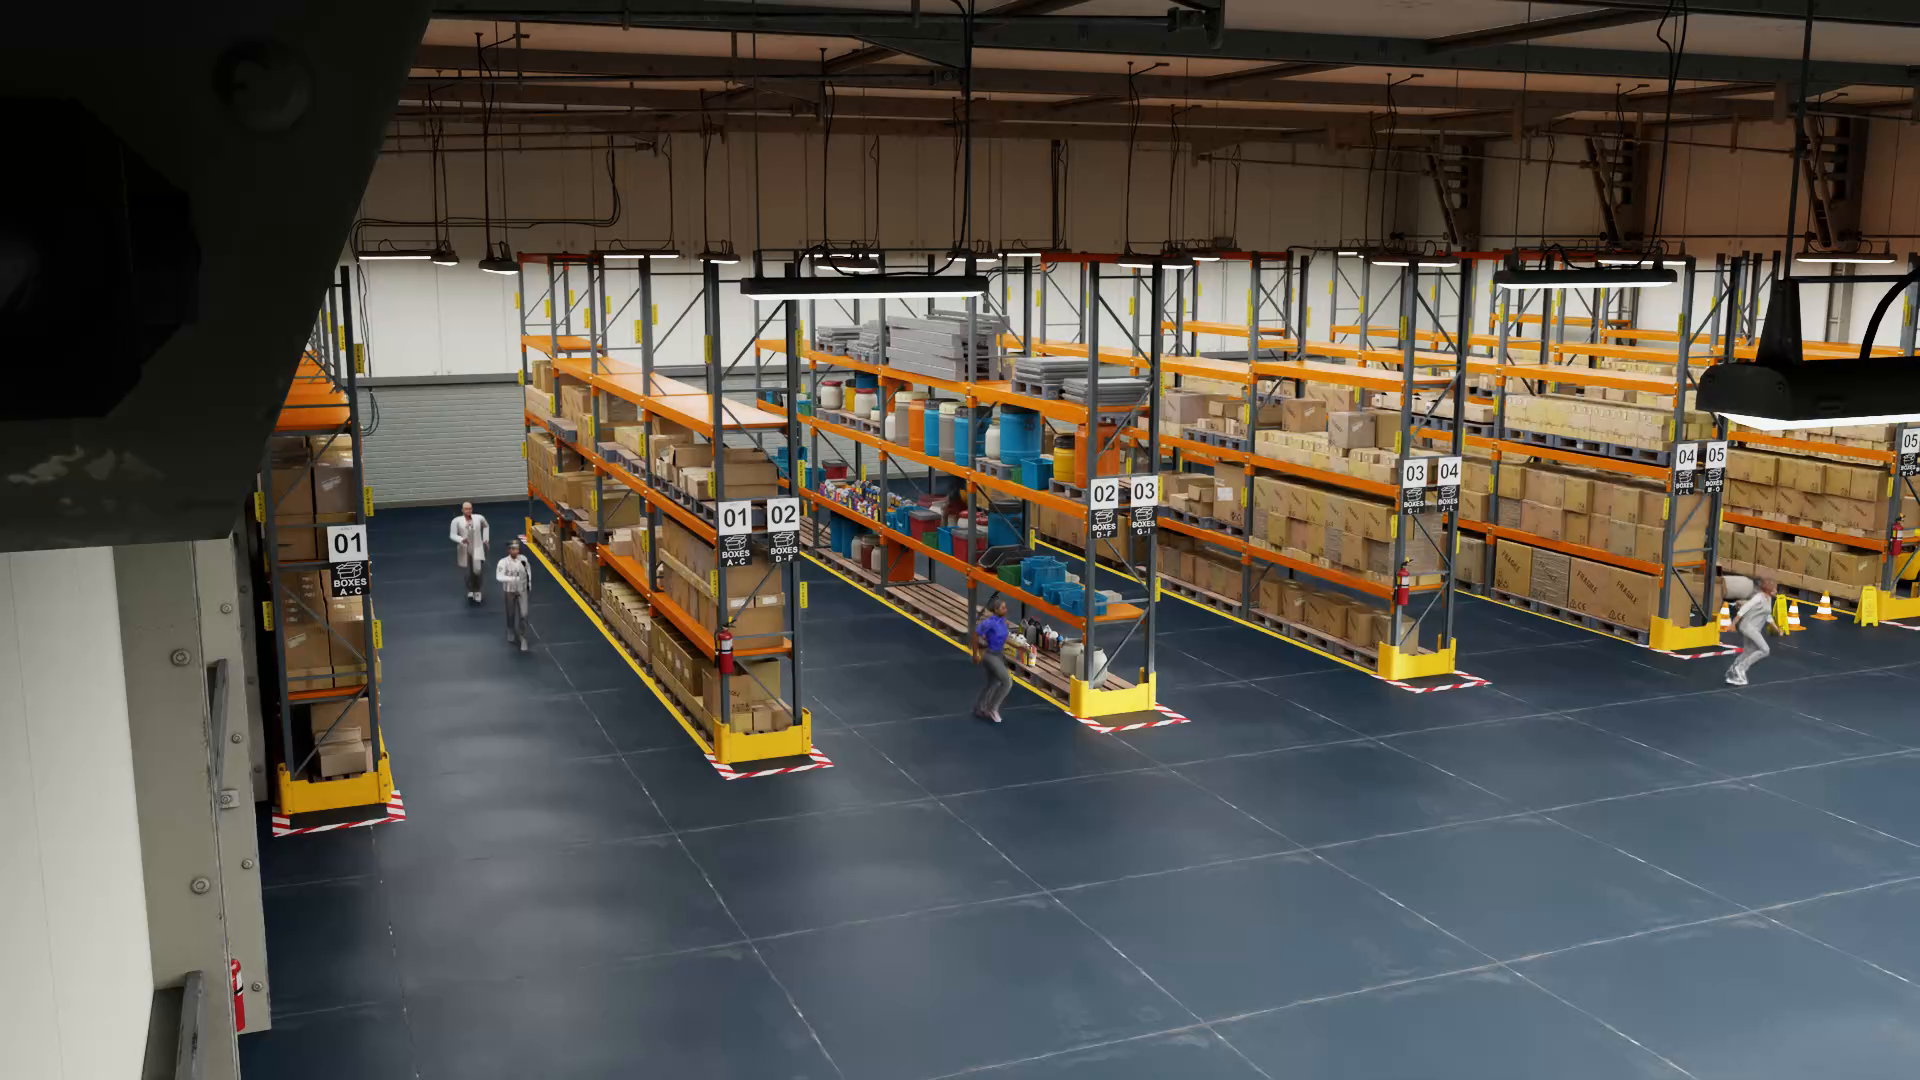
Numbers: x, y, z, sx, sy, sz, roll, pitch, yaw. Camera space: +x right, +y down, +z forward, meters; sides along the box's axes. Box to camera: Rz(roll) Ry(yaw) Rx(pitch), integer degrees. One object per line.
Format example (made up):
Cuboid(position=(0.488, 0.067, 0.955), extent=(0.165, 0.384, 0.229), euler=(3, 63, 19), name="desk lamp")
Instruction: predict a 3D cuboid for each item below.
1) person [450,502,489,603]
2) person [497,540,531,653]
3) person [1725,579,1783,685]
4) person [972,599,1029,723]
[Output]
Cuboid(position=(-8.530, 0.214, 28.979), extent=(0.656, 1.780, 0.850), euler=(-3, 11, -15), name="person")
Cuboid(position=(-6.901, 0.832, 25.776), extent=(0.556, 1.734, 0.847), euler=(-4, 11, -22), name="person")
Cuboid(position=(11.319, 1.305, 23.656), extent=(0.691, 1.528, 0.518), euler=(7, 12, 34), name="person")
Cuboid(position=(0.493, 1.590, 21.878), extent=(0.755, 1.656, 0.560), euler=(4, 11, 21), name="person")
